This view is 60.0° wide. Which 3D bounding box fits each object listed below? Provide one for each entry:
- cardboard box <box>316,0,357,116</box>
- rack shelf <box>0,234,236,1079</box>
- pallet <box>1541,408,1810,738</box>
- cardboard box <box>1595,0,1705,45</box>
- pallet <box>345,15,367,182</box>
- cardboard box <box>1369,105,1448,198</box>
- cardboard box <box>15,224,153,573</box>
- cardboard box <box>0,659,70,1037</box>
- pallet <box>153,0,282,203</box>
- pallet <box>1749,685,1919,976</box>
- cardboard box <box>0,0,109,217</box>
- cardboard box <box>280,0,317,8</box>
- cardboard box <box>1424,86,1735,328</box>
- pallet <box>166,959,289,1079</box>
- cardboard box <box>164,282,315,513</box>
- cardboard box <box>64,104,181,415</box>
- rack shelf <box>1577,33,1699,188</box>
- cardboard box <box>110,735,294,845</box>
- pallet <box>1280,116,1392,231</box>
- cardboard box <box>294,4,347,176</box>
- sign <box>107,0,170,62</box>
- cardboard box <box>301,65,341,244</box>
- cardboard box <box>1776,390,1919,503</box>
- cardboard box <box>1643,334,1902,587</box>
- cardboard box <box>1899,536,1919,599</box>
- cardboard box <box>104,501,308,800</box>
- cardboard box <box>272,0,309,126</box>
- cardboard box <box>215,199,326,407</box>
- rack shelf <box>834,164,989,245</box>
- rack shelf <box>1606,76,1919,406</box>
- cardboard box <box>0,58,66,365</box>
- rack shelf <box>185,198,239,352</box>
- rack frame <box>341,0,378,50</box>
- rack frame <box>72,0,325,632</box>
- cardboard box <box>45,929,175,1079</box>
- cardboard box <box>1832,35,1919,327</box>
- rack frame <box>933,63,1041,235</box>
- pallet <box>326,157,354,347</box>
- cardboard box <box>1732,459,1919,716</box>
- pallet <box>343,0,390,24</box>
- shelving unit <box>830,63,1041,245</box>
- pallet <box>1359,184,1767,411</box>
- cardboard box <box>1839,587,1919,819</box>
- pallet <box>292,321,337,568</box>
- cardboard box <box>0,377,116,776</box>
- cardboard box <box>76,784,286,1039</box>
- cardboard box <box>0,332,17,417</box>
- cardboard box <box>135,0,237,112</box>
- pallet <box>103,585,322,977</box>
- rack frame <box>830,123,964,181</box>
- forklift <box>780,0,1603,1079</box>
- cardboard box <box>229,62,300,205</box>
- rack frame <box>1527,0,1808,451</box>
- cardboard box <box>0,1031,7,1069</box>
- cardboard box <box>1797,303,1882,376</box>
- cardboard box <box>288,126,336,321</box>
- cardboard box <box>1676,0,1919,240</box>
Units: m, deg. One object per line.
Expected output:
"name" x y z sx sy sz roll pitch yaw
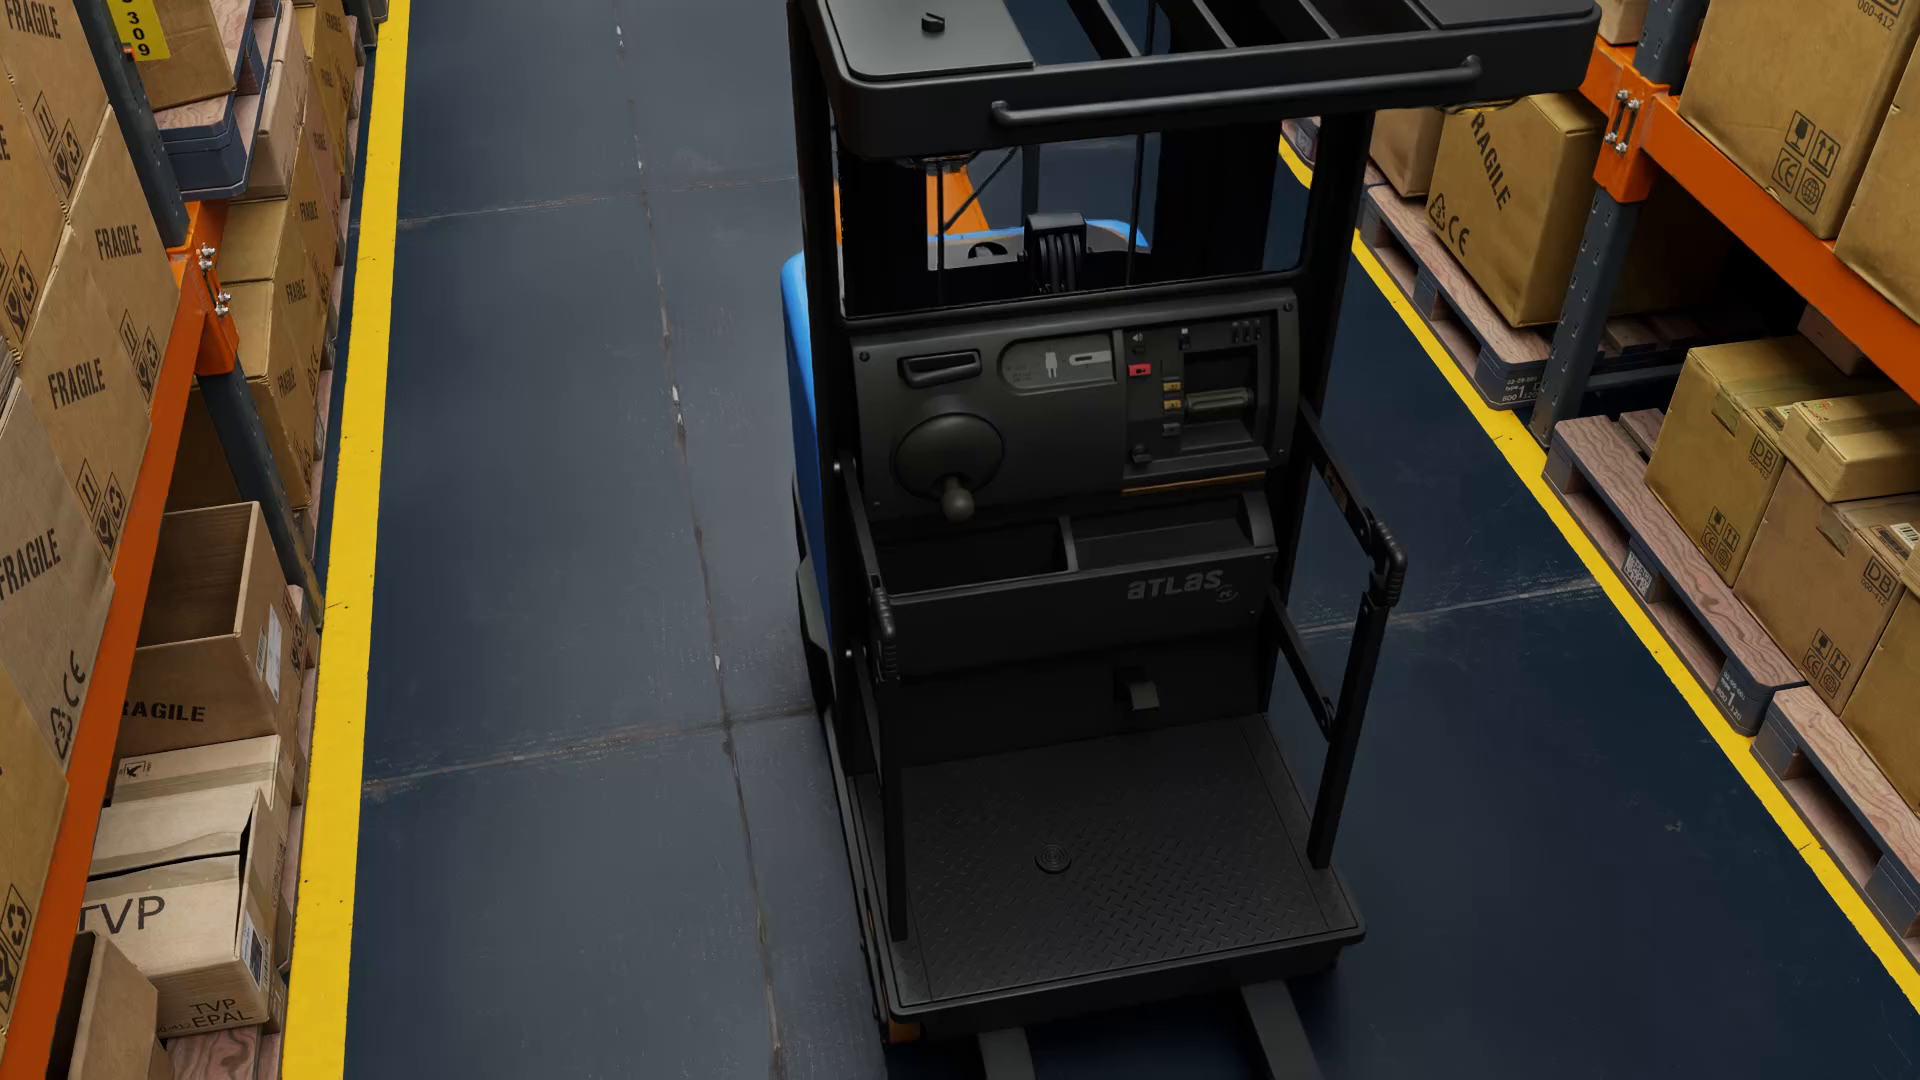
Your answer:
"cardboard box" -2.830 -2.071 6.875 0.500 0.500 0.500 -7 42 -8
"rack shelf" -1.966 0.744 2.694 1.077 0.370 4.000 -8 42 -9
"pallet" 2.526 0.014 5.076 1.003 0.211 1.213 -8 42 -9
"cardboard box" 2.089 -1.625 4.996 0.380 0.149 0.250 -8 42 -9
"pallet" -3.137 -1.882 7.211 1.003 0.211 1.213 -8 42 -9
"cardboard box" 1.976 -1.865 6.394 0.750 0.750 0.750 -7 42 -8
"cardboard box" -1.927 -0.237 3.182 0.500 0.500 0.500 -7 42 -8
"cardboard box" -1.701 0.425 2.436 0.500 0.500 0.500 -8 42 -9
"pallet" -2.464 -1.283 4.580 1.003 0.211 1.213 -8 42 -9
"pallet" 2.792 0.806 4.183 1.003 0.211 1.213 -8 42 -9
"cardboard box" -2.036 -0.942 3.223 0.500 0.500 0.500 -8 42 -9
"cardboard box" -2.814 -2.316 6.586 0.500 0.250 0.500 -7 42 -8
"cardboard box" 2.171 -1.289 5.746 0.750 0.750 0.750 -8 42 -9
"pallet" -1.984 1.460 3.447 1.003 0.211 1.213 -8 42 -9
"cardboard box" -2.265 -0.399 4.992 0.500 0.500 0.500 -10 43 -11
"cardboard box" -2.040 -0.571 3.559 0.500 0.500 0.500 -8 42 -9
"rack shelf" 2.006 -2.561 6.417 1.077 0.370 4.000 -8 42 -9
"cardboard box" -1.859 0.644 4.081 0.380 0.149 0.250 -8 42 -9
"pallet" 1.931 -1.772 7.087 1.003 0.211 1.213 -8 42 -9
"cardboard box" -2.719 -1.735 6.497 0.500 0.500 0.500 -10 43 -11
"sign" -1.870 -1.228 3.721 0.100 0.325 0.005 -8 42 -9
"cardboard box" -2.600 -1.396 6.115 0.500 0.500 0.500 -10 43 -11
"cardboard box" 2.395 -0.250 4.351 0.380 0.149 0.250 -7 42 -8
"cardboard box" 2.499 -0.256 4.846 0.700 0.500 0.500 -8 42 -9
"cardboard box" 2.508 0.088 3.970 0.380 0.149 0.250 -9 42 -11
"cardboard box" -1.998 0.278 4.229 0.500 0.500 0.500 -8 42 -9
"cardboard box" -2.589 -1.653 5.839 0.500 0.250 0.500 -9 42 -10
"cardboard box" -2.391 -0.743 5.379 0.500 0.500 0.500 -8 42 -9
"rack shelf" -0.132 -0.862 5.362 0.538 0.185 1.000 -8 42 -9
"rack shelf" 2.870 0.032 3.496 1.077 0.370 4.000 -8 42 -9
"cardboard box" -1.923 -0.610 2.849 0.500 0.500 0.500 -9 42 -10
"rack shelf" -2.830 -1.848 5.615 1.077 0.370 4.000 -8 42 -9
"rack frame" -3.262 -3.414 6.836 1.000 3.000 0.127 -8 42 -9
"rack frame" -2.398 -0.821 3.915 1.000 3.000 0.127 -8 42 -9
"cardboard box" -1.988 1.165 3.227 0.797 0.503 0.637 -8 42 -9
"cardboard box" 2.691 -0.818 3.685 0.980 0.700 0.700 -9 42 -10
"rack frame" -0.030 -0.666 4.870 0.500 1.500 0.032 -8 42 -9
"pallet" -2.877 -1.092 6.322 1.003 0.211 1.213 -8 42 -9
"cardboard box" 2.604 0.070 4.478 0.700 0.500 0.500 -9 42 -10
"pallet" -3.401 -2.910 8.369 1.003 0.211 1.213 -8 42 -9
"shelving unit" -0.130 -0.991 5.236 0.587 1.500 1.083 -8 42 -9
"pallet" 2.198 -0.980 6.195 1.003 0.211 1.213 -8 42 -9
"cardboard box" 2.713 0.403 4.103 0.700 0.500 0.500 -7 42 -8
"pallet" -2.611 -0.300 5.429 1.003 0.211 1.213 -8 42 -9
"cardboard box" -1.814 0.095 2.808 0.500 0.500 0.500 -7 42 -8
"cardboard box" -1.836 0.835 3.744 0.500 0.311 0.500 -8 42 -9
"cardboard box" -1.814 -0.283 2.481 0.500 0.500 0.500 -8 42 -9
"cardboard box" -2.282 -1.355 4.125 0.700 0.500 0.500 -23 46 -23
"pallet" -2.251 0.667 4.340 1.003 0.211 1.213 -8 42 -9
"rack frame" -0.233 -1.327 5.615 0.500 1.500 0.032 -8 42 -9
"forklift" 0.292 -0.189 3.255 1.130 2.935 3.031 -8 42 -9
"cardboard box" -2.480 -1.328 5.473 0.500 0.250 0.500 -8 42 -9
"rack frame" 2.438 -1.533 4.718 1.000 3.000 0.127 -8 42 -9
"cardboard box" -1.595 0.750 2.071 0.500 0.500 0.500 -8 42 -9
"cardboard box" 2.662 -0.621 4.768 0.380 0.149 0.250 -9 42 -10
"cardboard box" -2.491 -1.068 5.746 0.500 0.500 0.500 -8 42 -9
"cardboard box" 2.539 -1.291 4.219 0.980 0.700 0.700 -8 42 -9
